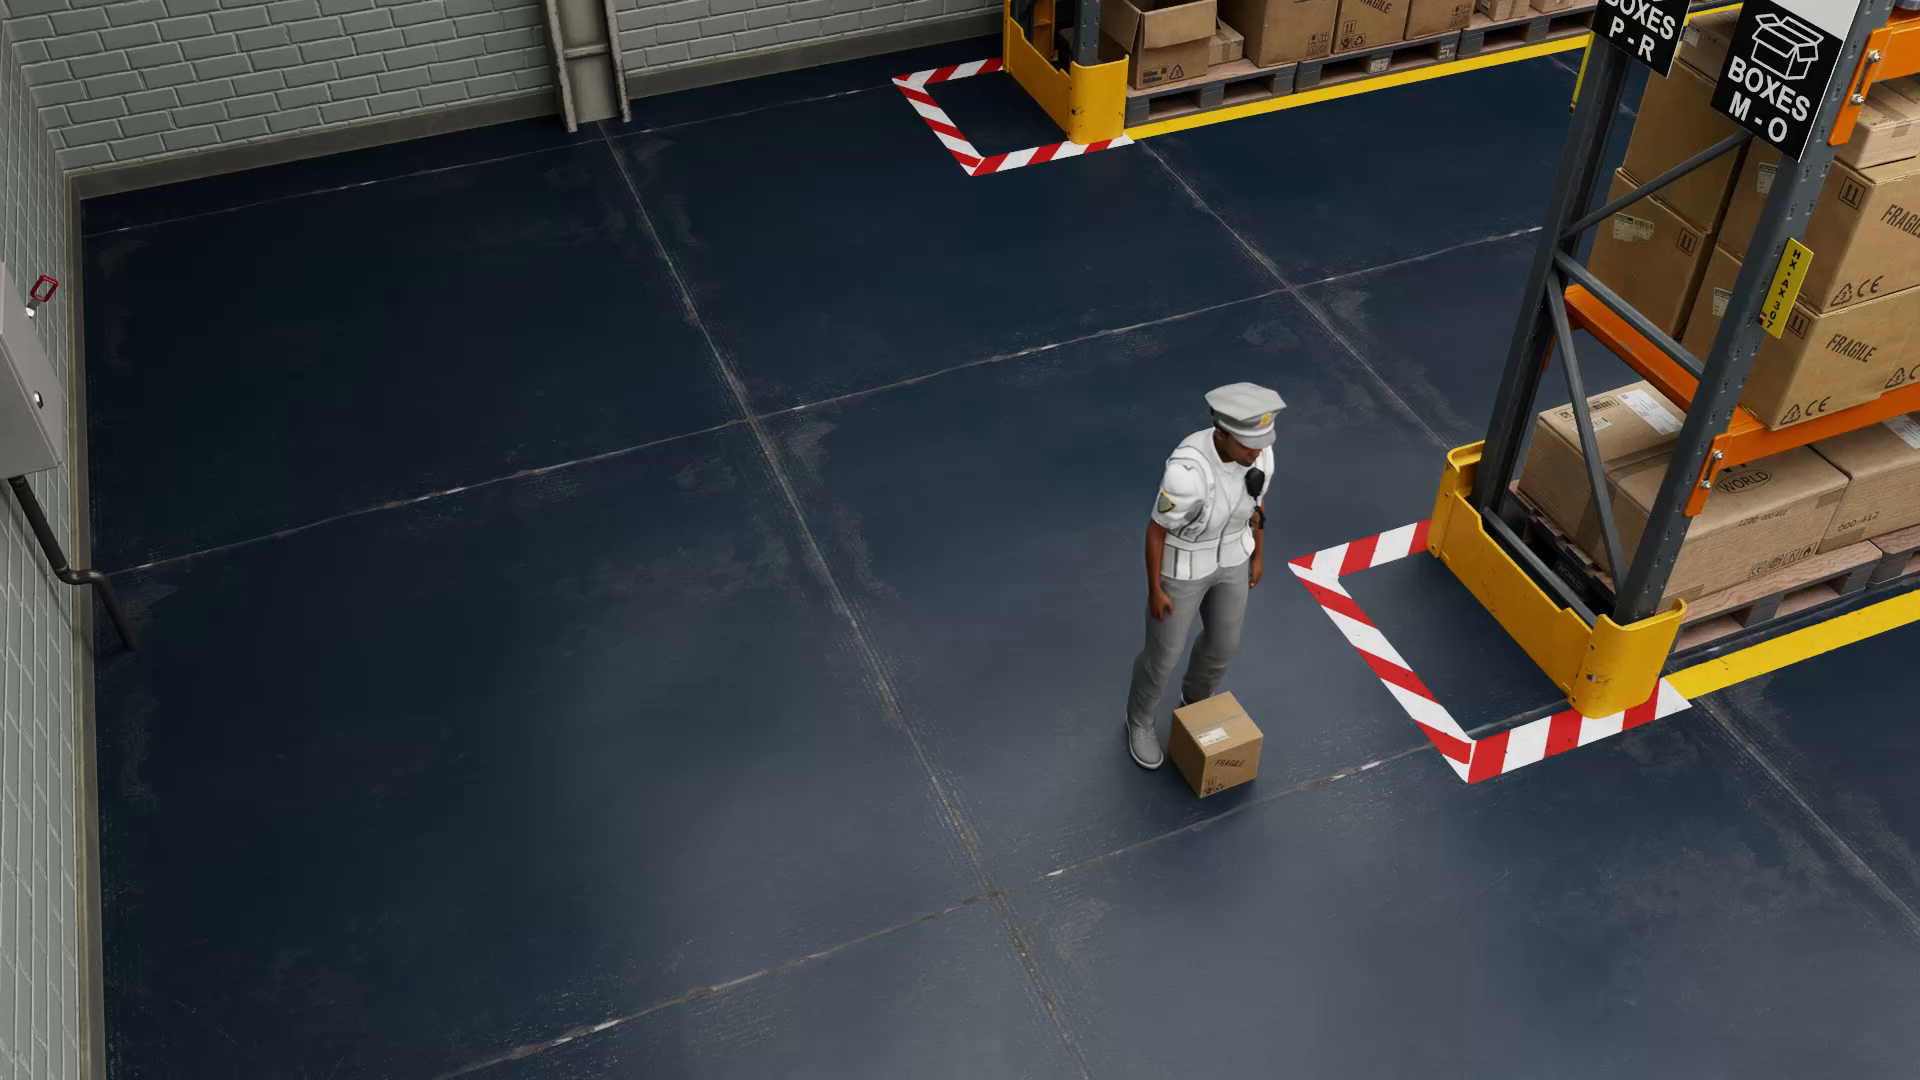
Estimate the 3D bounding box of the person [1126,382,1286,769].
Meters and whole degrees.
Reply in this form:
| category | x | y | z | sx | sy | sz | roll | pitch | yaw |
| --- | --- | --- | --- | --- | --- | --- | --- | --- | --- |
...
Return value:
| category | x | y | z | sx | sy | sz | roll | pitch | yaw |
| --- | --- | --- | --- | --- | --- | --- | --- | --- | --- |
| person | 0.877 | 0.112 | 6.034 | 0.532 | 1.661 | 0.396 | -18 | 45 | -19 |
